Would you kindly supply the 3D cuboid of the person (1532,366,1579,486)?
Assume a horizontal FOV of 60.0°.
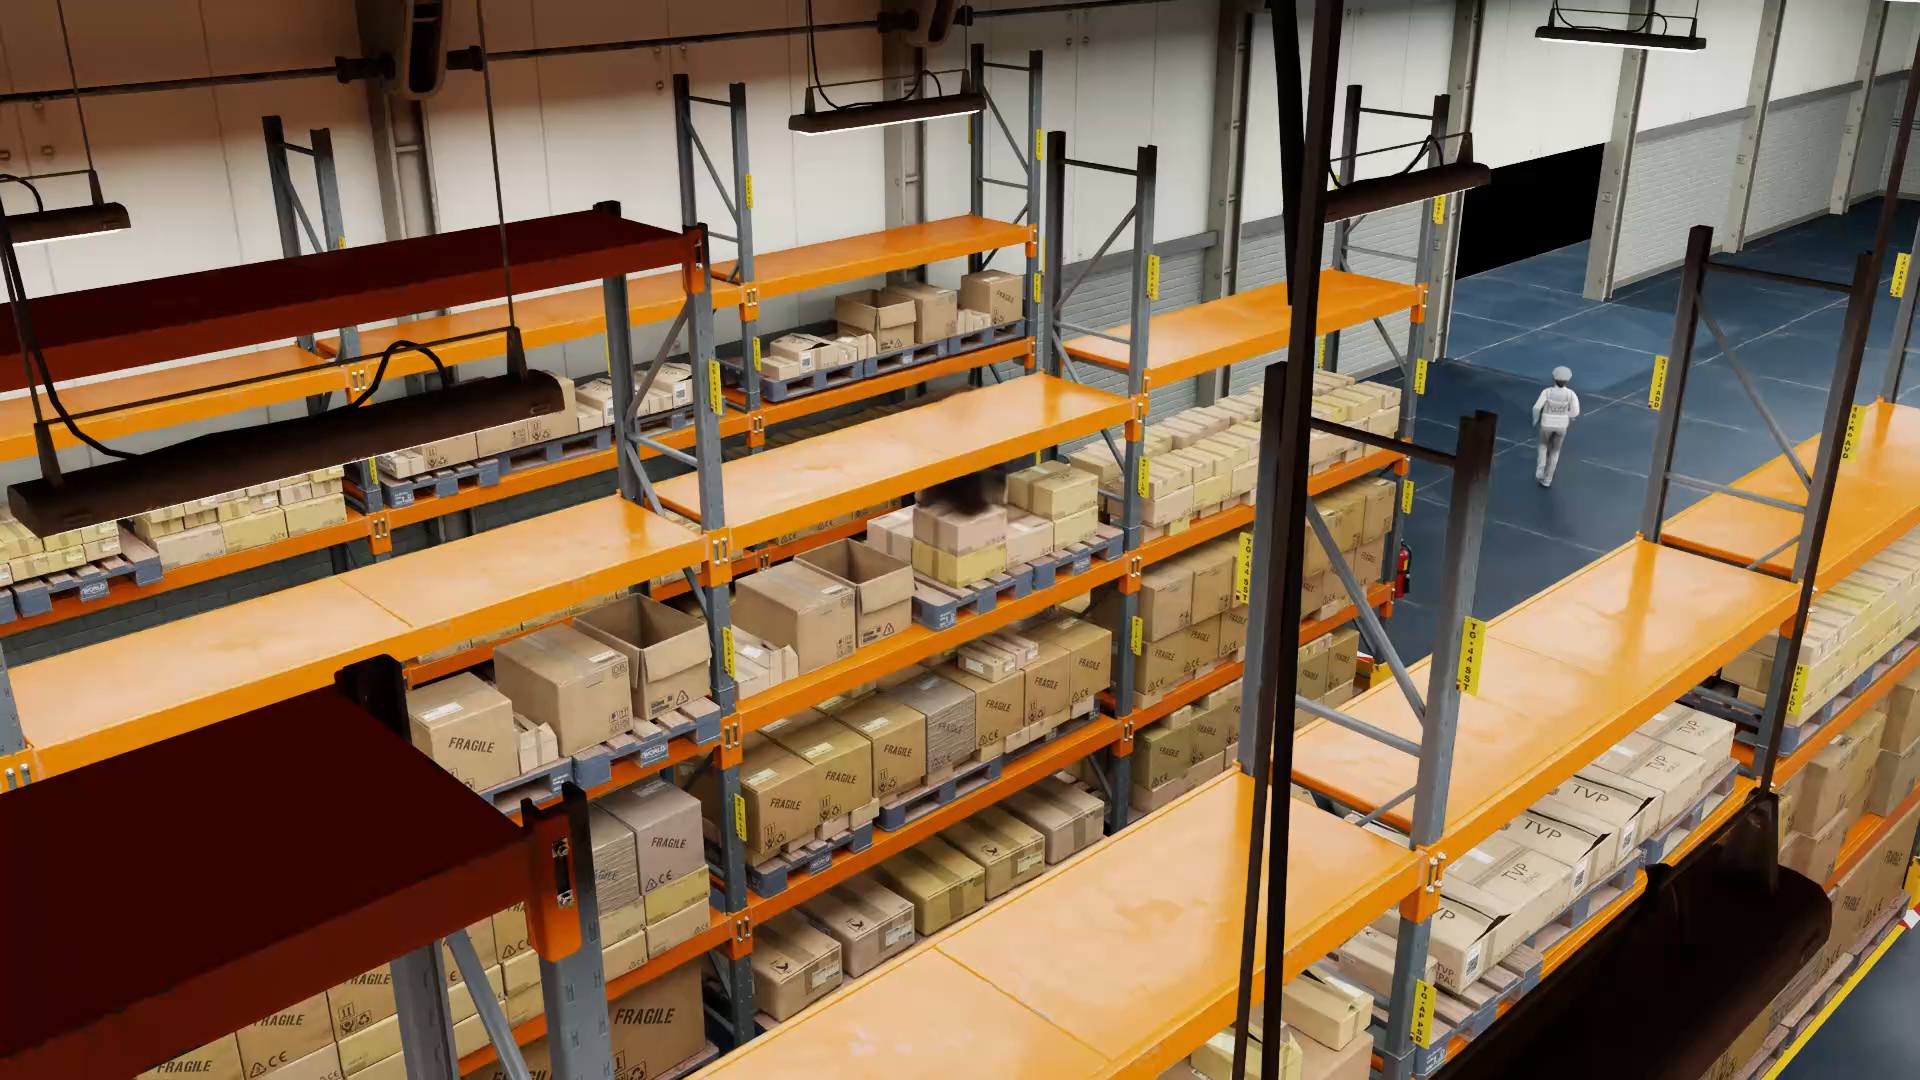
[{"bbox_3d":[8.005,-1.554,22.460,0.607,1.659,0.525,6,23,15],"label":"person"}]
